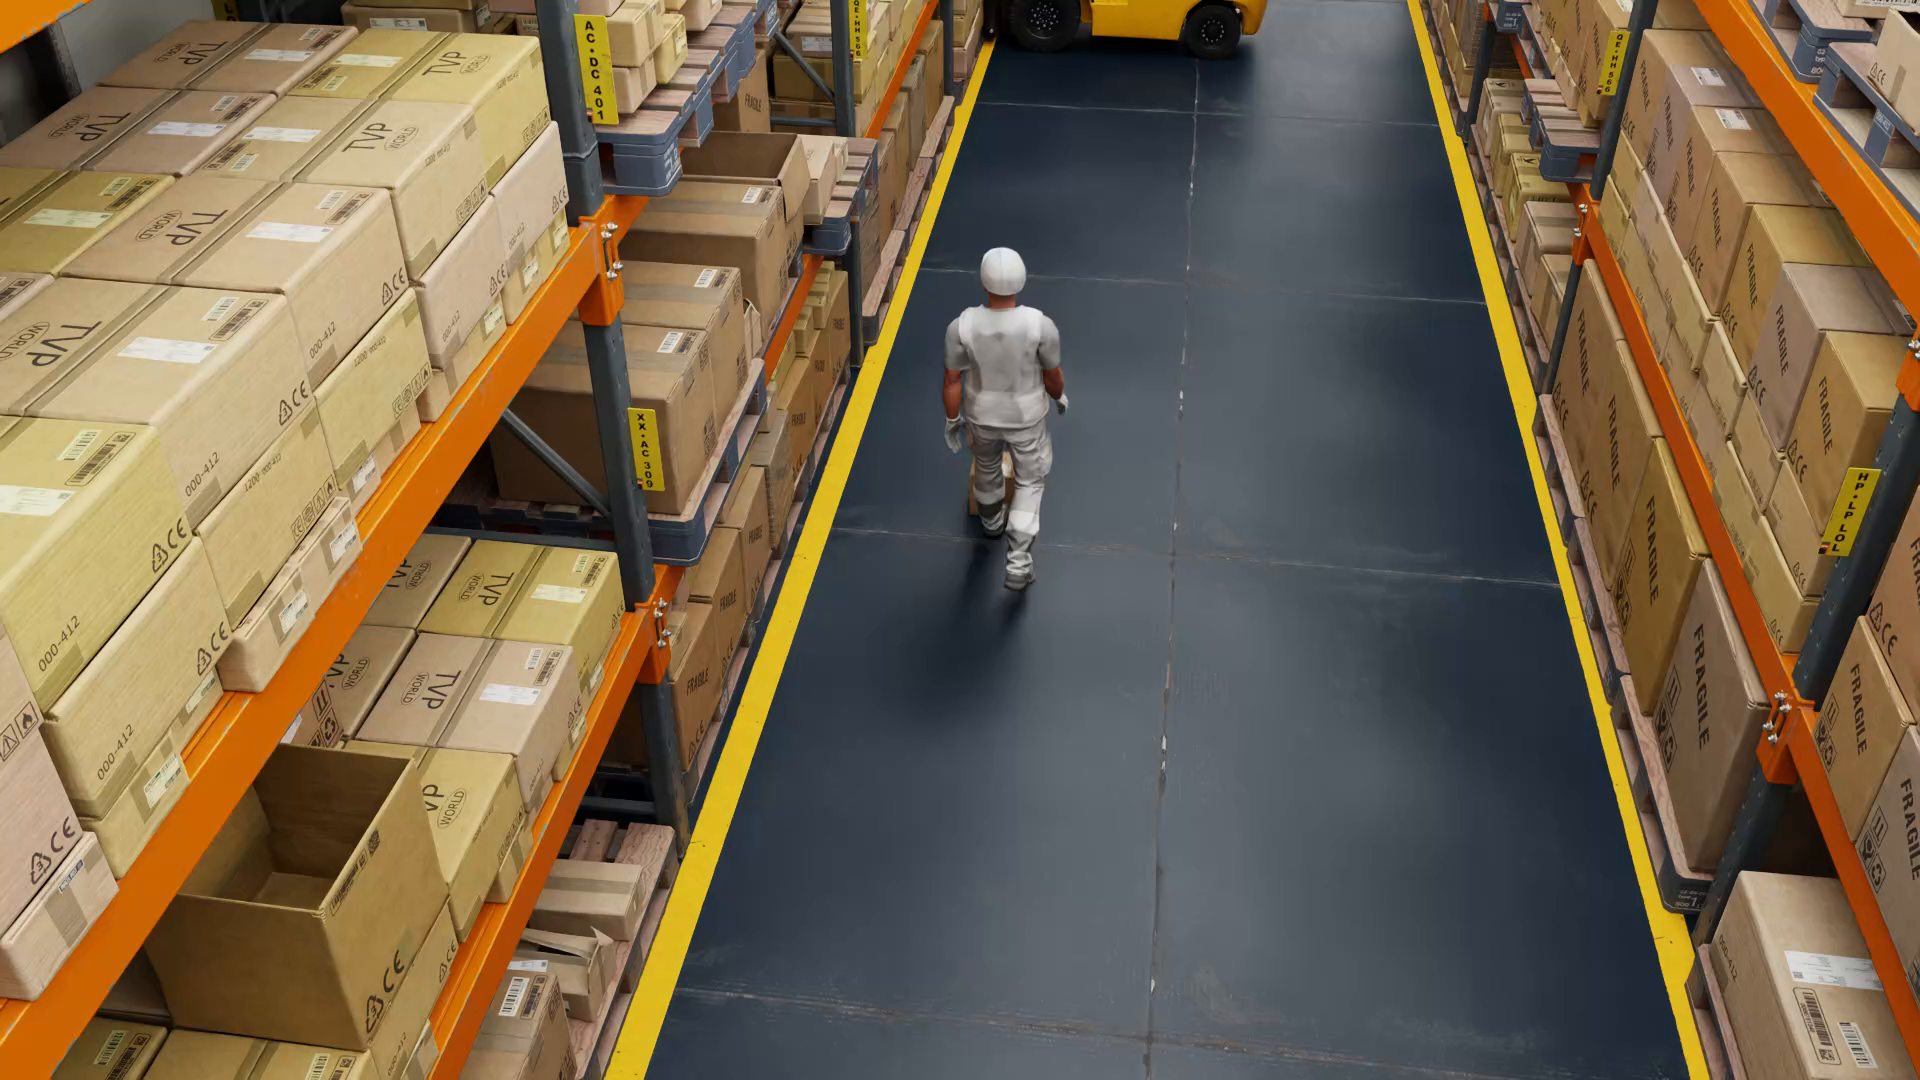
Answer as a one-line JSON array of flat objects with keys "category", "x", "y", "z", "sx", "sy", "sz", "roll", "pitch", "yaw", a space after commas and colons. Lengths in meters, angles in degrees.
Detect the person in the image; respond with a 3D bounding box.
[{"category": "person", "x": 0.222, "y": -0.623, "z": 7.884, "sx": 0.556, "sy": 1.760, "sz": 0.912, "roll": 7, "pitch": 36, "yaw": 9}]
